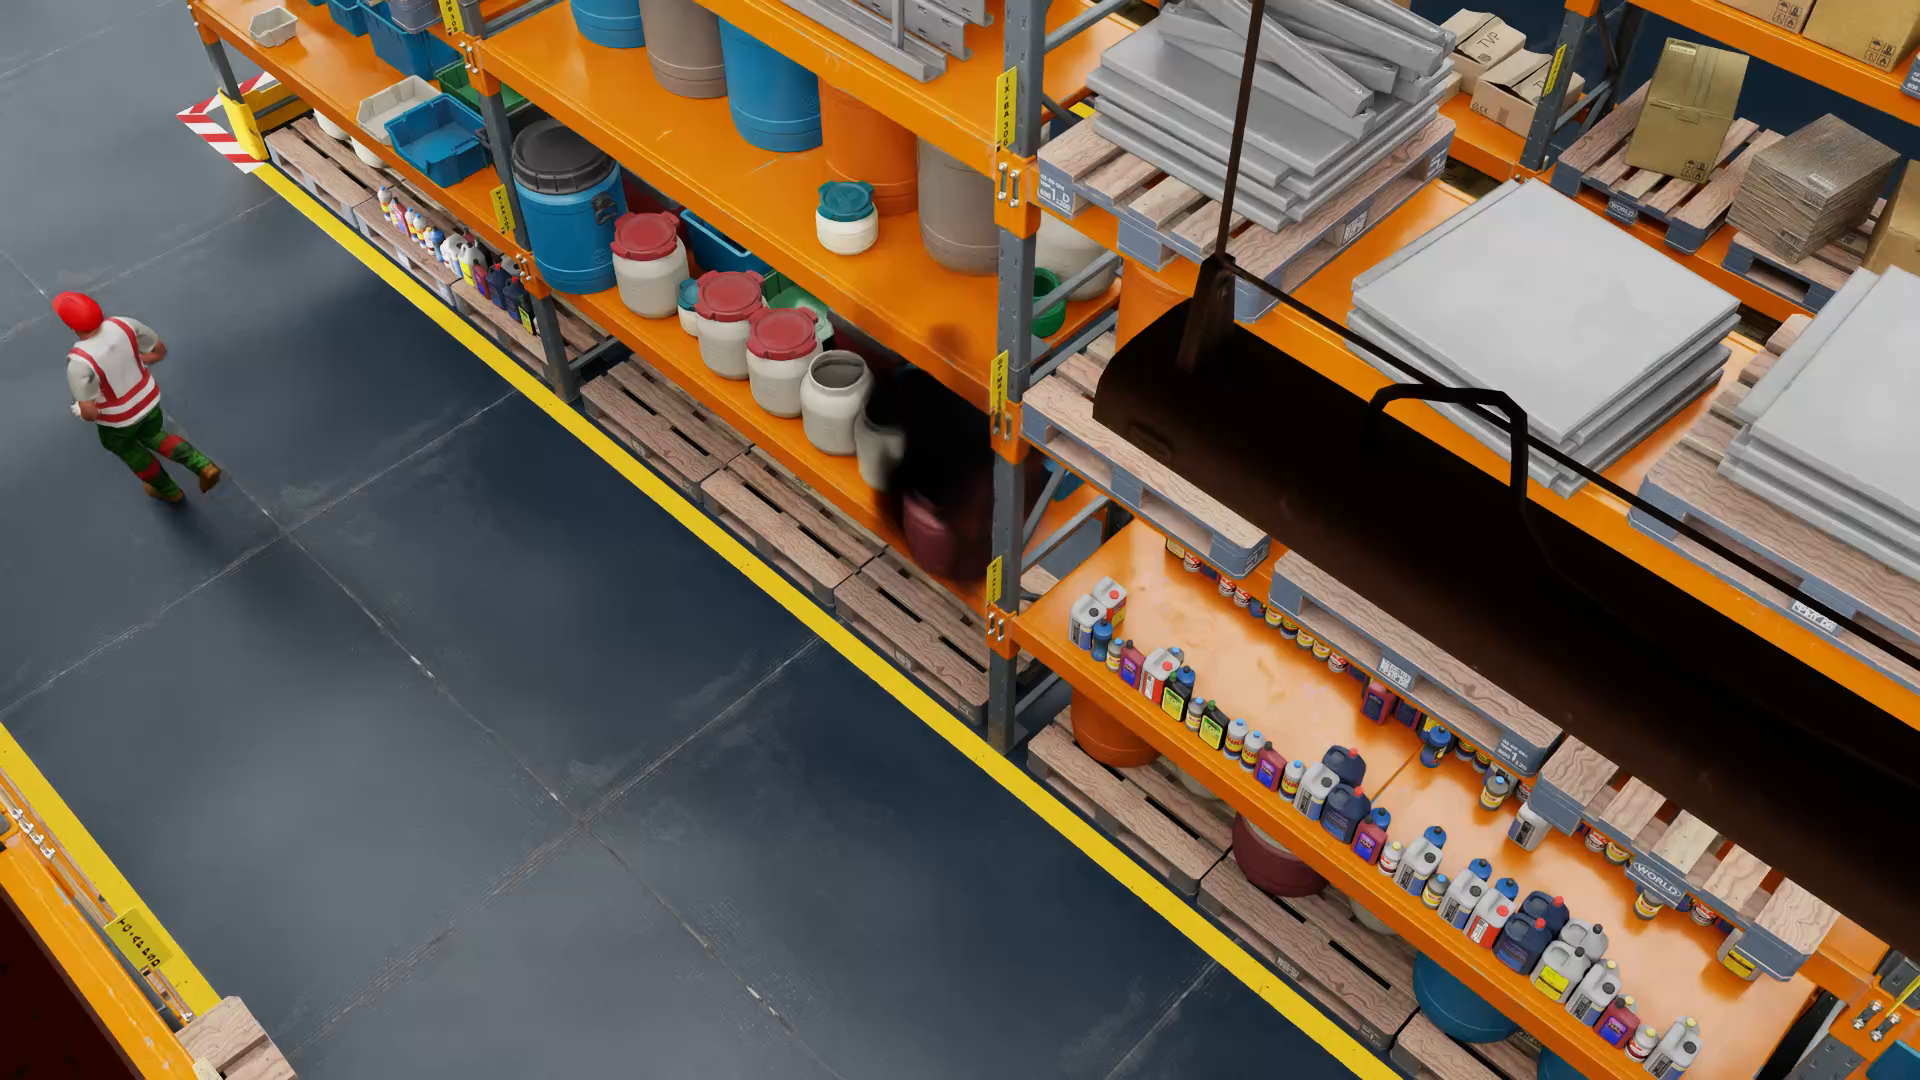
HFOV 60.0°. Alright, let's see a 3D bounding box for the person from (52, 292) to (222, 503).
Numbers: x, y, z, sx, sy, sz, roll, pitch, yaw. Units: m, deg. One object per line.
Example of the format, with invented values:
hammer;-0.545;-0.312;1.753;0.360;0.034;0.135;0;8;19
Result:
person;-4.928;-0.779;9.914;0.697;1.748;0.657;21;53;17
